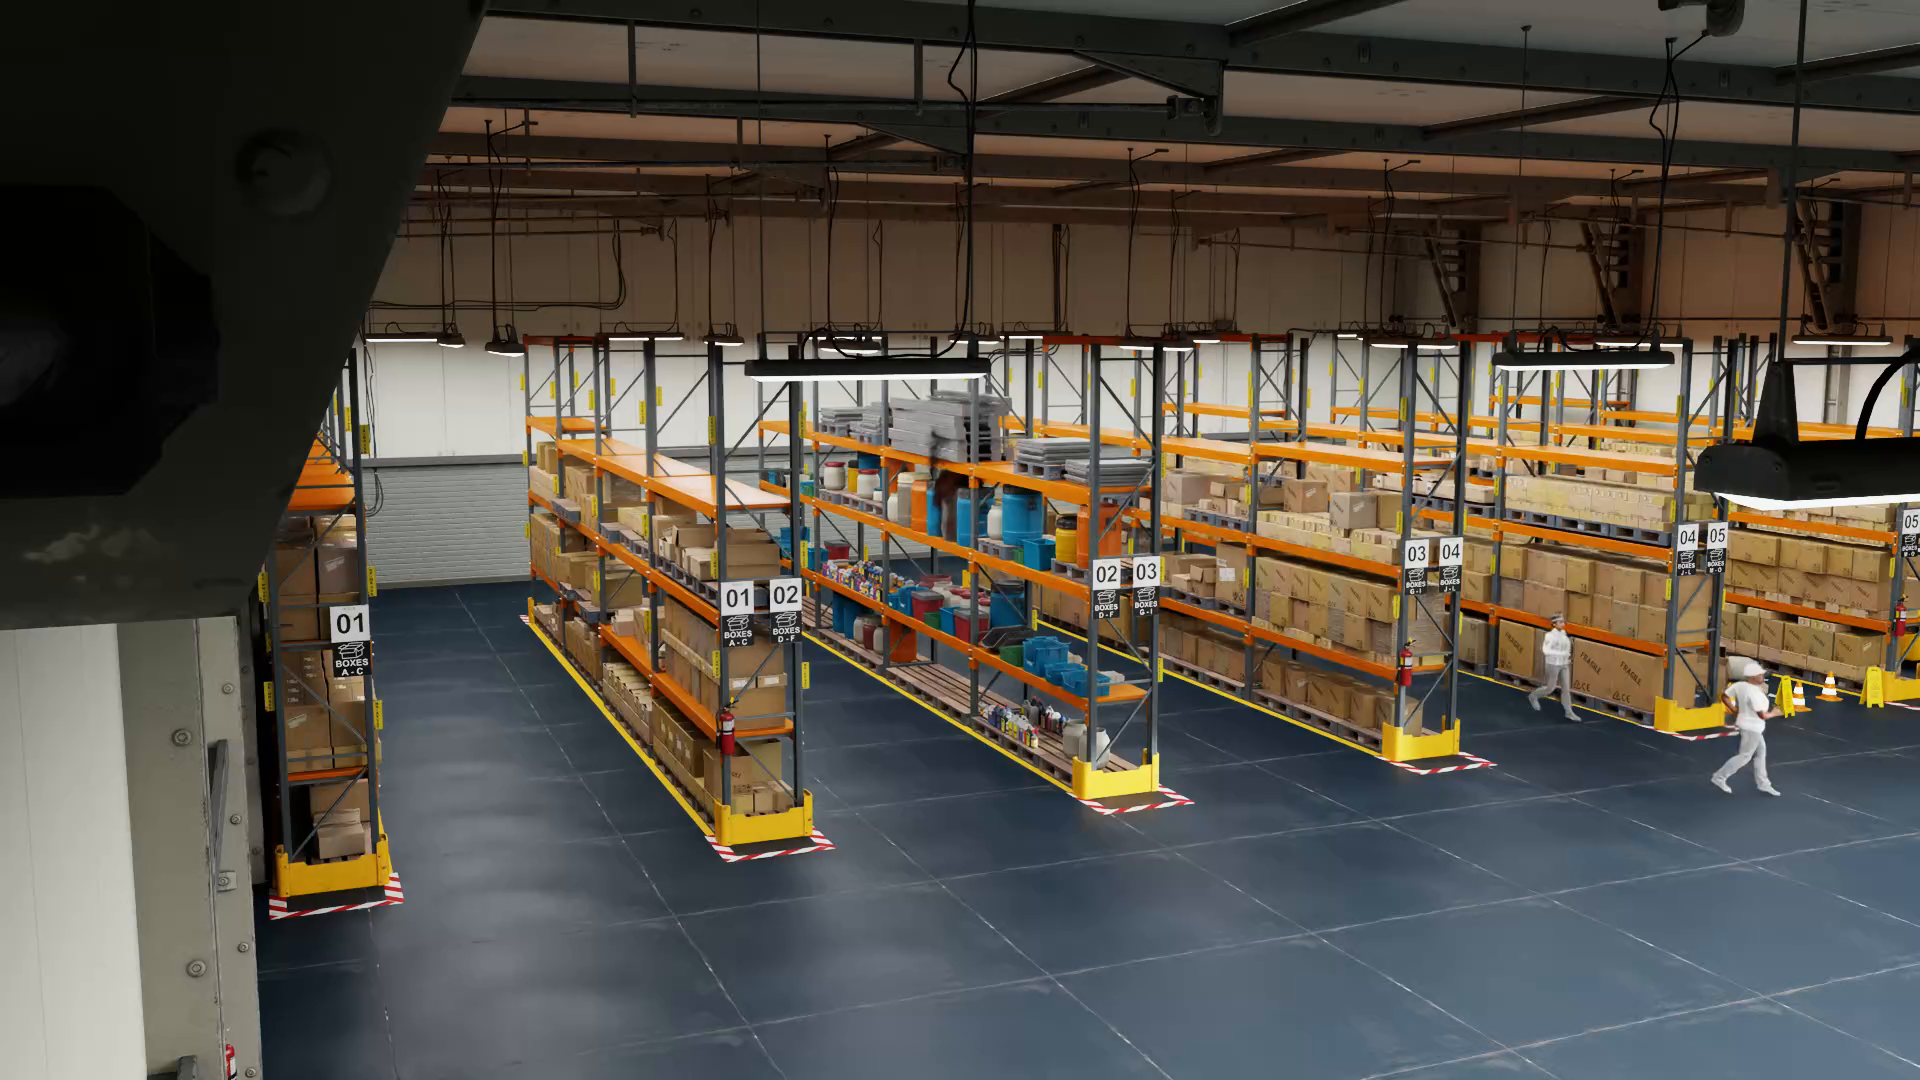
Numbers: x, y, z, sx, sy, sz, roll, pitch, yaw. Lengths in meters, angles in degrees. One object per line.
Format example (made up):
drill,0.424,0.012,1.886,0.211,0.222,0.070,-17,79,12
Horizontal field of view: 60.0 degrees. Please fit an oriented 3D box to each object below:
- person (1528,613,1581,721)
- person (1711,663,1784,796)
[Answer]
person,9.445,1.971,26.293,0.617,1.667,0.957,-4,9,-30
person,10.452,2.516,21.998,0.928,1.796,0.689,1,8,9
